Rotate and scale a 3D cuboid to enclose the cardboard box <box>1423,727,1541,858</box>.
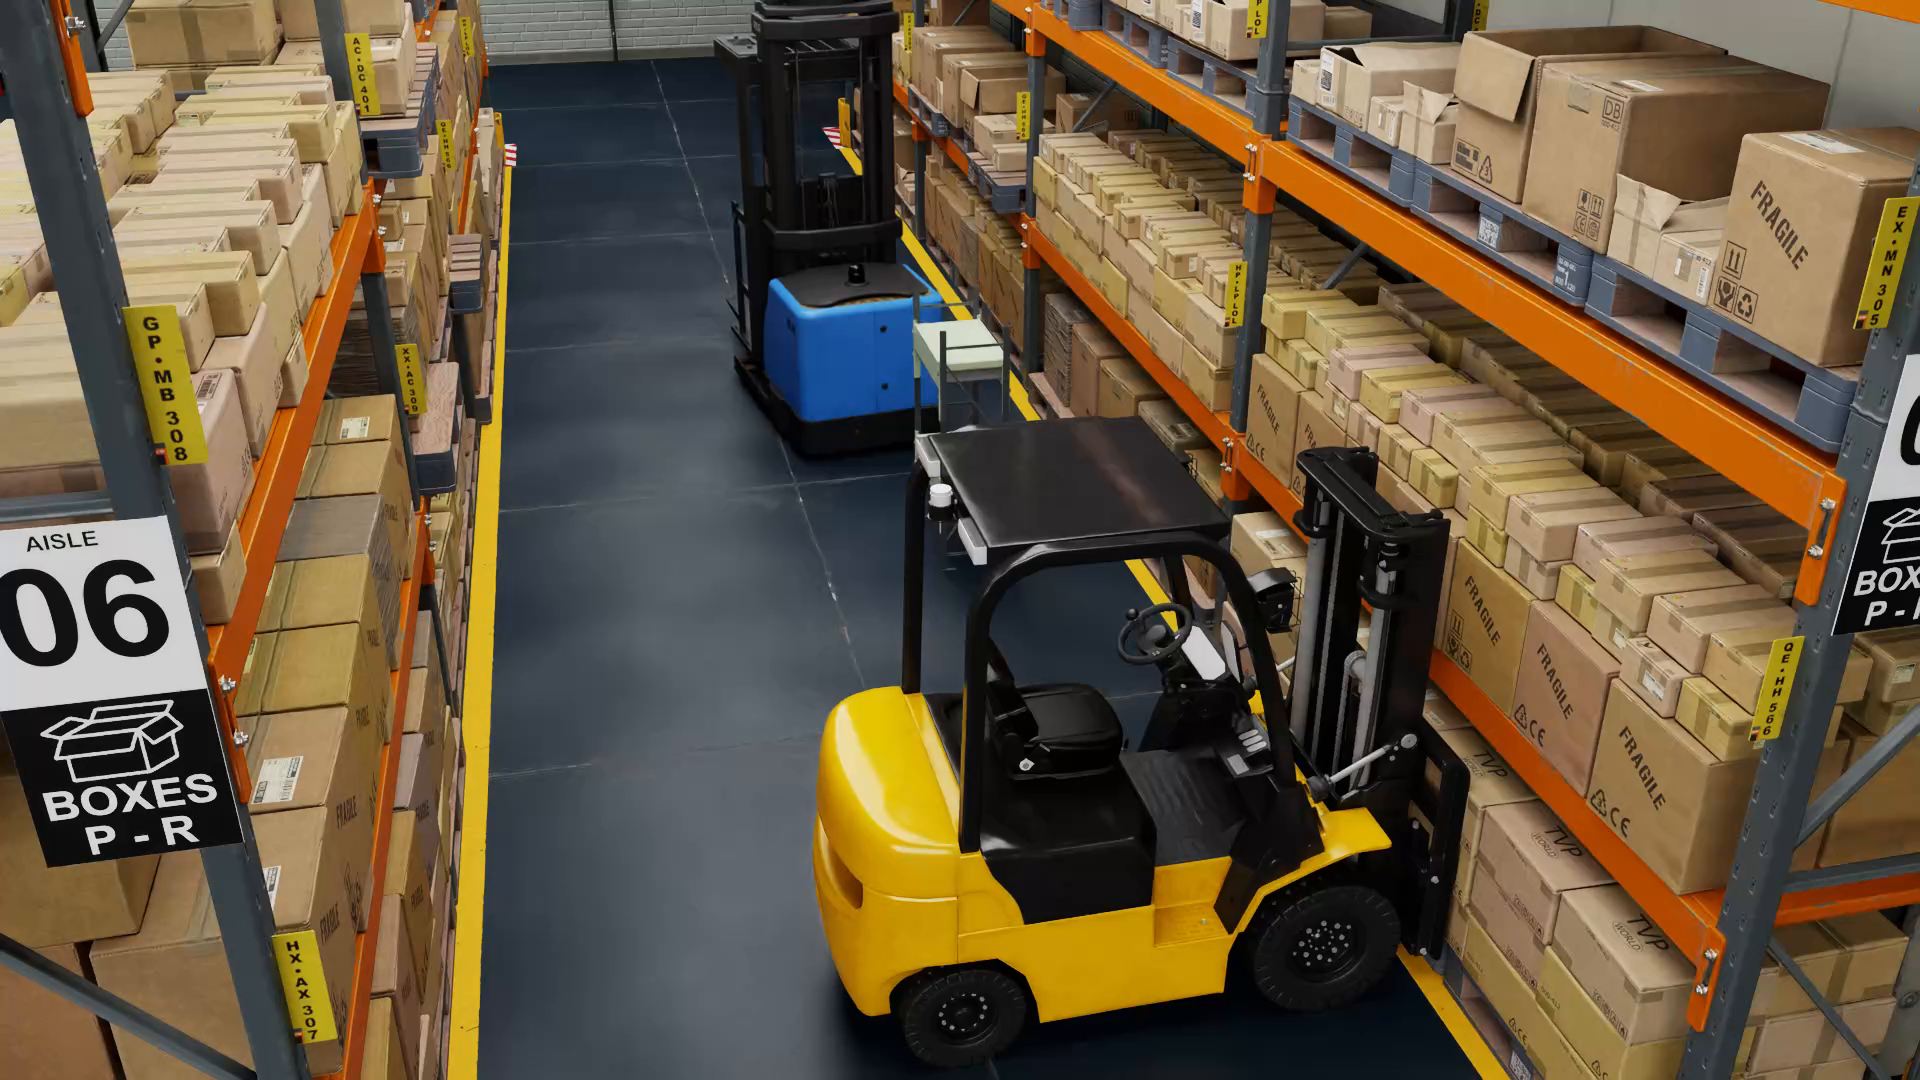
[{"bbox_3d":[2.122,0.963,6.489,0.500,0.250,0.500,-6,27,-11],"label":"cardboard box"}]

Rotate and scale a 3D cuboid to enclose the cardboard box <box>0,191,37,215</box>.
[{"bbox_3d":[-2.804,-0.882,4.733,0.380,0.149,0.250,-5,27,-10],"label":"cardboard box"}]

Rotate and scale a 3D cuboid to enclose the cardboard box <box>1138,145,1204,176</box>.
[{"bbox_3d":[1.408,-2.517,11.077,0.380,0.149,0.250,-6,27,-12],"label":"cardboard box"}]

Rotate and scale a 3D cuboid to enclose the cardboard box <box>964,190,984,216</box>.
[{"bbox_3d":[0.246,-2.894,14.243,0.380,0.149,0.250,-5,27,-10],"label":"cardboard box"}]

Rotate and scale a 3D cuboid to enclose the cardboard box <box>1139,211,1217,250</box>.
[{"bbox_3d":[1.262,-1.792,9.641,0.380,0.149,0.250,-6,27,-11],"label":"cardboard box"}]

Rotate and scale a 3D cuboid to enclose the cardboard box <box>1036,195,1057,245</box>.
[{"bbox_3d":[0.833,-2.242,11.529,0.500,0.250,0.500,-6,27,-11],"label":"cardboard box"}]

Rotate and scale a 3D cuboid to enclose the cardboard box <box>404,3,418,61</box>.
[{"bbox_3d":[-2.954,-2.465,8.176,0.500,0.250,0.500,-6,27,-12],"label":"cardboard box"}]

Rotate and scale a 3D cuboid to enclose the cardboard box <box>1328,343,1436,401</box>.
[{"bbox_3d":[1.826,-0.729,7.205,0.380,0.149,0.250,-5,27,-10],"label":"cardboard box"}]

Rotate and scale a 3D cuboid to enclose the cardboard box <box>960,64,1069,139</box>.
[{"bbox_3d":[0.423,-3.460,13.195,0.797,0.503,0.637,-7,28,-13],"label":"cardboard box"}]

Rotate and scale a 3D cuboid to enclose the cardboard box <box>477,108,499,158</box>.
[{"bbox_3d":[-5.421,-4.299,17.815,0.875,0.438,0.875,-7,28,-13],"label":"cardboard box"}]

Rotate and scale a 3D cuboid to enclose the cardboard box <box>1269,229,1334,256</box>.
[{"bbox_3d":[1.859,-1.626,9.311,0.380,0.149,0.250,-6,27,-12],"label":"cardboard box"}]

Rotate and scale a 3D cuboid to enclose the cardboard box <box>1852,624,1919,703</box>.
[{"bbox_3d":[2.906,0.347,5.072,0.380,0.149,0.250,-6,27,-13],"label":"cardboard box"}]

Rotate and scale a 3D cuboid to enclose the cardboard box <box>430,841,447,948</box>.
[{"bbox_3d":[-2.328,1.462,6.610,0.500,0.250,0.500,-6,27,-11],"label":"cardboard box"}]

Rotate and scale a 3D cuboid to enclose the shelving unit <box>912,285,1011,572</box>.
[{"bbox_3d":[0.002,-0.667,9.906,0.431,1.500,0.755,-6,27,-12],"label":"shelving unit"}]

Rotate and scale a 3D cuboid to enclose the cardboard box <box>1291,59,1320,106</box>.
[{"bbox_3d":[1.677,-2.004,7.264,0.380,0.149,0.250,-5,27,-11],"label":"cardboard box"}]

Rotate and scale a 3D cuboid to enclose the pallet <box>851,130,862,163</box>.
[{"bbox_3d":[-0.635,-4.412,18.758,1.003,0.211,1.213,-6,27,-12],"label":"pallet"}]

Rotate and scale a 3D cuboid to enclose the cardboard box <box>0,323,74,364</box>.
[{"bbox_3d":[-2.015,-0.379,3.738,0.380,0.149,0.250,-6,27,-12],"label":"cardboard box"}]

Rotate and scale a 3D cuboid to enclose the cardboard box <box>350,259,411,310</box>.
[{"bbox_3d":[-2.725,-1.164,7.599,0.380,0.149,0.250,-6,27,-12],"label":"cardboard box"}]

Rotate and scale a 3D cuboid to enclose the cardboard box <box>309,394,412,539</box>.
[{"bbox_3d":[-2.621,-0.274,7.023,0.500,0.500,0.500,-7,28,-13],"label":"cardboard box"}]

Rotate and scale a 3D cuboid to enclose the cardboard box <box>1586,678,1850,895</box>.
[{"bbox_3d":[2.407,0.750,5.325,0.500,0.500,0.500,-7,28,-13],"label":"cardboard box"}]

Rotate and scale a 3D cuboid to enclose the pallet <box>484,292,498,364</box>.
[{"bbox_3d":[-4.240,-1.666,13.317,1.003,0.211,1.213,-6,27,-12],"label":"pallet"}]

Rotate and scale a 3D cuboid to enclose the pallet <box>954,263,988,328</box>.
[{"bbox_3d":[0.568,-2.150,14.275,1.003,0.211,1.213,-6,27,-12],"label":"pallet"}]

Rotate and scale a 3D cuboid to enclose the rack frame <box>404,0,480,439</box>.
[{"bbox_3d":[-3.865,-2.023,10.929,1.000,3.000,0.127,-6,27,-12],"label":"rack frame"}]

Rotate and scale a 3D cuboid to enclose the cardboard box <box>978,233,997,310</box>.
[{"bbox_3d":[0.443,-2.214,13.616,0.500,0.500,0.500,-5,27,-9],"label":"cardboard box"}]

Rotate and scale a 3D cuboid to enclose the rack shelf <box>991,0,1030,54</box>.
[{"bbox_3d":[0.520,-4.424,13.156,1.077,0.370,4.000,-6,27,-12],"label":"rack shelf"}]

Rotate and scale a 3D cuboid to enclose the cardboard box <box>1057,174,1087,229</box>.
[{"bbox_3d":[0.944,-2.245,10.981,0.500,0.250,0.500,-5,27,-10],"label":"cardboard box"}]

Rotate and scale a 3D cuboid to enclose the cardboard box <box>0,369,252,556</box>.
[{"bbox_3d":[-1.915,-0.163,3.752,0.500,0.250,0.500,-6,27,-13],"label":"cardboard box"}]

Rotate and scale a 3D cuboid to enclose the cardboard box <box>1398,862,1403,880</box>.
[{"bbox_3d":[2.014,1.184,7.161,0.500,0.250,0.500,-5,27,-10],"label":"cardboard box"}]

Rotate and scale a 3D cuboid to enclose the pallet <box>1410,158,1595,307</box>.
[{"bbox_3d":[2.361,-1.166,6.000,1.003,0.211,1.213,-6,27,-12],"label":"pallet"}]

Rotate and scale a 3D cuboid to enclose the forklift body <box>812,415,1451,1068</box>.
[{"bbox_3d":[0.569,0.715,6.446,2.313,2.155,1.214,-6,27,-12],"label":"forklift body"}]

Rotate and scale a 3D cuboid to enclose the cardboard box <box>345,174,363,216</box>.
[{"bbox_3d":[-2.594,-1.386,6.617,0.380,0.149,0.250,-6,27,-11],"label":"cardboard box"}]

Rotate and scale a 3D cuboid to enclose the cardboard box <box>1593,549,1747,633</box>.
[{"bbox_3d":[2.316,0.164,5.436,0.380,0.149,0.250,-5,27,-10],"label":"cardboard box"}]

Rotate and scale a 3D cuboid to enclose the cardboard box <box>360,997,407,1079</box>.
[{"bbox_3d":[-1.980,1.802,5.104,0.500,0.500,0.500,-7,28,-13],"label":"cardboard box"}]

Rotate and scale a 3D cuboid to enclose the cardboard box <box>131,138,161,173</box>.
[{"bbox_3d":[-3.005,-1.225,5.856,0.500,0.250,0.500,-6,27,-12],"label":"cardboard box"}]

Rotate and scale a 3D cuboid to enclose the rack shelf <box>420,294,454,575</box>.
[{"bbox_3d":[-3.414,-0.824,9.351,1.077,0.370,4.000,-6,27,-12],"label":"rack shelf"}]

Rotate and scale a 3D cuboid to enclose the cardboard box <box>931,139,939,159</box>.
[{"bbox_3d":[-0.050,-3.600,15.312,0.380,0.149,0.250,-6,27,-12],"label":"cardboard box"}]

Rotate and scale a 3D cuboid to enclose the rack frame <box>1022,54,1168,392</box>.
[{"bbox_3d":[0.971,-2.528,11.930,1.000,3.000,0.127,-6,27,-12],"label":"rack frame"}]

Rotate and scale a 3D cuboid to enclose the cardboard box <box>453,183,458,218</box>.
[{"bbox_3d":[-3.863,-2.420,11.882,0.500,0.250,0.500,-7,28,-13],"label":"cardboard box"}]

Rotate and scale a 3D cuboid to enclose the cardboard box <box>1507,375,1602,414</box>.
[{"bbox_3d":[2.496,-0.564,6.878,0.380,0.149,0.250,-6,27,-12],"label":"cardboard box"}]

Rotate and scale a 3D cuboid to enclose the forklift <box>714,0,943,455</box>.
[{"bbox_3d":[-1.084,-2.527,12.003,1.130,2.935,3.031,-9,28,-18],"label":"forklift"}]

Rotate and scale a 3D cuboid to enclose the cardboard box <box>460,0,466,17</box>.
[{"bbox_3d":[-4.745,-4.726,15.063,0.500,0.500,0.500,-6,27,-12],"label":"cardboard box"}]

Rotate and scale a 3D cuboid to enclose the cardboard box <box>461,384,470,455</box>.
[{"bbox_3d":[-3.747,-0.788,10.933,0.950,0.372,0.625,-8,28,-15],"label":"cardboard box"}]

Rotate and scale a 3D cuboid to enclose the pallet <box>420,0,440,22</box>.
[{"bbox_3d":[-4.061,-3.555,10.845,1.213,0.211,1.003,-5,27,-9],"label":"pallet"}]

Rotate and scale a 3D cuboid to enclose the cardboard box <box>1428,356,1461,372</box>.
[{"bbox_3d":[2.336,-0.768,7.612,0.380,0.149,0.250,-5,27,-10],"label":"cardboard box"}]

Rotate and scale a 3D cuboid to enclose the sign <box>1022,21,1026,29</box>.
[{"bbox_3d":[0.609,-4.859,15.263,0.100,0.325,0.005,-6,27,-12],"label":"sign"}]

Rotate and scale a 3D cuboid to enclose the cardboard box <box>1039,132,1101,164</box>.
[{"bbox_3d":[0.755,-2.693,11.425,0.380,0.149,0.250,-5,27,-10],"label":"cardboard box"}]

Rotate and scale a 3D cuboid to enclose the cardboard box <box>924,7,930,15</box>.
[{"bbox_3d":[-0.248,-5.487,17.628,0.500,0.250,0.500,-5,27,-10],"label":"cardboard box"}]

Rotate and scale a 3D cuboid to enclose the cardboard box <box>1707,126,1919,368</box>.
[{"bbox_3d":[2.436,-0.802,4.493,0.500,0.500,0.500,-5,27,-10],"label":"cardboard box"}]

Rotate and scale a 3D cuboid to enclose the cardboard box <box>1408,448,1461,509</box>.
[{"bbox_3d":[2.017,-0.259,6.604,0.380,0.149,0.250,-7,28,-13],"label":"cardboard box"}]

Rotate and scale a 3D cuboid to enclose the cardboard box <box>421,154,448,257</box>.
[{"bbox_3d":[-3.364,-1.990,9.957,0.500,0.500,0.500,-6,27,-12],"label":"cardboard box"}]

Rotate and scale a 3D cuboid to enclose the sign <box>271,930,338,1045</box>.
[{"bbox_3d":[-1.533,1.048,3.885,0.100,0.325,0.005,-6,27,-12],"label":"sign"}]

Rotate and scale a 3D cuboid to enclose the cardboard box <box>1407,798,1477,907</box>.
[{"bbox_3d":[2.120,1.173,6.628,0.500,0.250,0.500,-7,28,-13],"label":"cardboard box"}]

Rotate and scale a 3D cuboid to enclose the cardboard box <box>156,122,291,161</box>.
[{"bbox_3d":[-2.429,-1.277,5.516,0.380,0.149,0.250,-6,28,-13],"label":"cardboard box"}]

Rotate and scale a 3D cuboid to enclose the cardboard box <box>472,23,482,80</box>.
[{"bbox_3d":[-4.948,-4.722,16.166,0.500,0.500,0.500,-5,27,-10],"label":"cardboard box"}]

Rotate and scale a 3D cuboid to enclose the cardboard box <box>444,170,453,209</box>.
[{"bbox_3d":[-3.738,-2.426,11.340,0.500,0.250,0.500,-6,27,-12],"label":"cardboard box"}]
